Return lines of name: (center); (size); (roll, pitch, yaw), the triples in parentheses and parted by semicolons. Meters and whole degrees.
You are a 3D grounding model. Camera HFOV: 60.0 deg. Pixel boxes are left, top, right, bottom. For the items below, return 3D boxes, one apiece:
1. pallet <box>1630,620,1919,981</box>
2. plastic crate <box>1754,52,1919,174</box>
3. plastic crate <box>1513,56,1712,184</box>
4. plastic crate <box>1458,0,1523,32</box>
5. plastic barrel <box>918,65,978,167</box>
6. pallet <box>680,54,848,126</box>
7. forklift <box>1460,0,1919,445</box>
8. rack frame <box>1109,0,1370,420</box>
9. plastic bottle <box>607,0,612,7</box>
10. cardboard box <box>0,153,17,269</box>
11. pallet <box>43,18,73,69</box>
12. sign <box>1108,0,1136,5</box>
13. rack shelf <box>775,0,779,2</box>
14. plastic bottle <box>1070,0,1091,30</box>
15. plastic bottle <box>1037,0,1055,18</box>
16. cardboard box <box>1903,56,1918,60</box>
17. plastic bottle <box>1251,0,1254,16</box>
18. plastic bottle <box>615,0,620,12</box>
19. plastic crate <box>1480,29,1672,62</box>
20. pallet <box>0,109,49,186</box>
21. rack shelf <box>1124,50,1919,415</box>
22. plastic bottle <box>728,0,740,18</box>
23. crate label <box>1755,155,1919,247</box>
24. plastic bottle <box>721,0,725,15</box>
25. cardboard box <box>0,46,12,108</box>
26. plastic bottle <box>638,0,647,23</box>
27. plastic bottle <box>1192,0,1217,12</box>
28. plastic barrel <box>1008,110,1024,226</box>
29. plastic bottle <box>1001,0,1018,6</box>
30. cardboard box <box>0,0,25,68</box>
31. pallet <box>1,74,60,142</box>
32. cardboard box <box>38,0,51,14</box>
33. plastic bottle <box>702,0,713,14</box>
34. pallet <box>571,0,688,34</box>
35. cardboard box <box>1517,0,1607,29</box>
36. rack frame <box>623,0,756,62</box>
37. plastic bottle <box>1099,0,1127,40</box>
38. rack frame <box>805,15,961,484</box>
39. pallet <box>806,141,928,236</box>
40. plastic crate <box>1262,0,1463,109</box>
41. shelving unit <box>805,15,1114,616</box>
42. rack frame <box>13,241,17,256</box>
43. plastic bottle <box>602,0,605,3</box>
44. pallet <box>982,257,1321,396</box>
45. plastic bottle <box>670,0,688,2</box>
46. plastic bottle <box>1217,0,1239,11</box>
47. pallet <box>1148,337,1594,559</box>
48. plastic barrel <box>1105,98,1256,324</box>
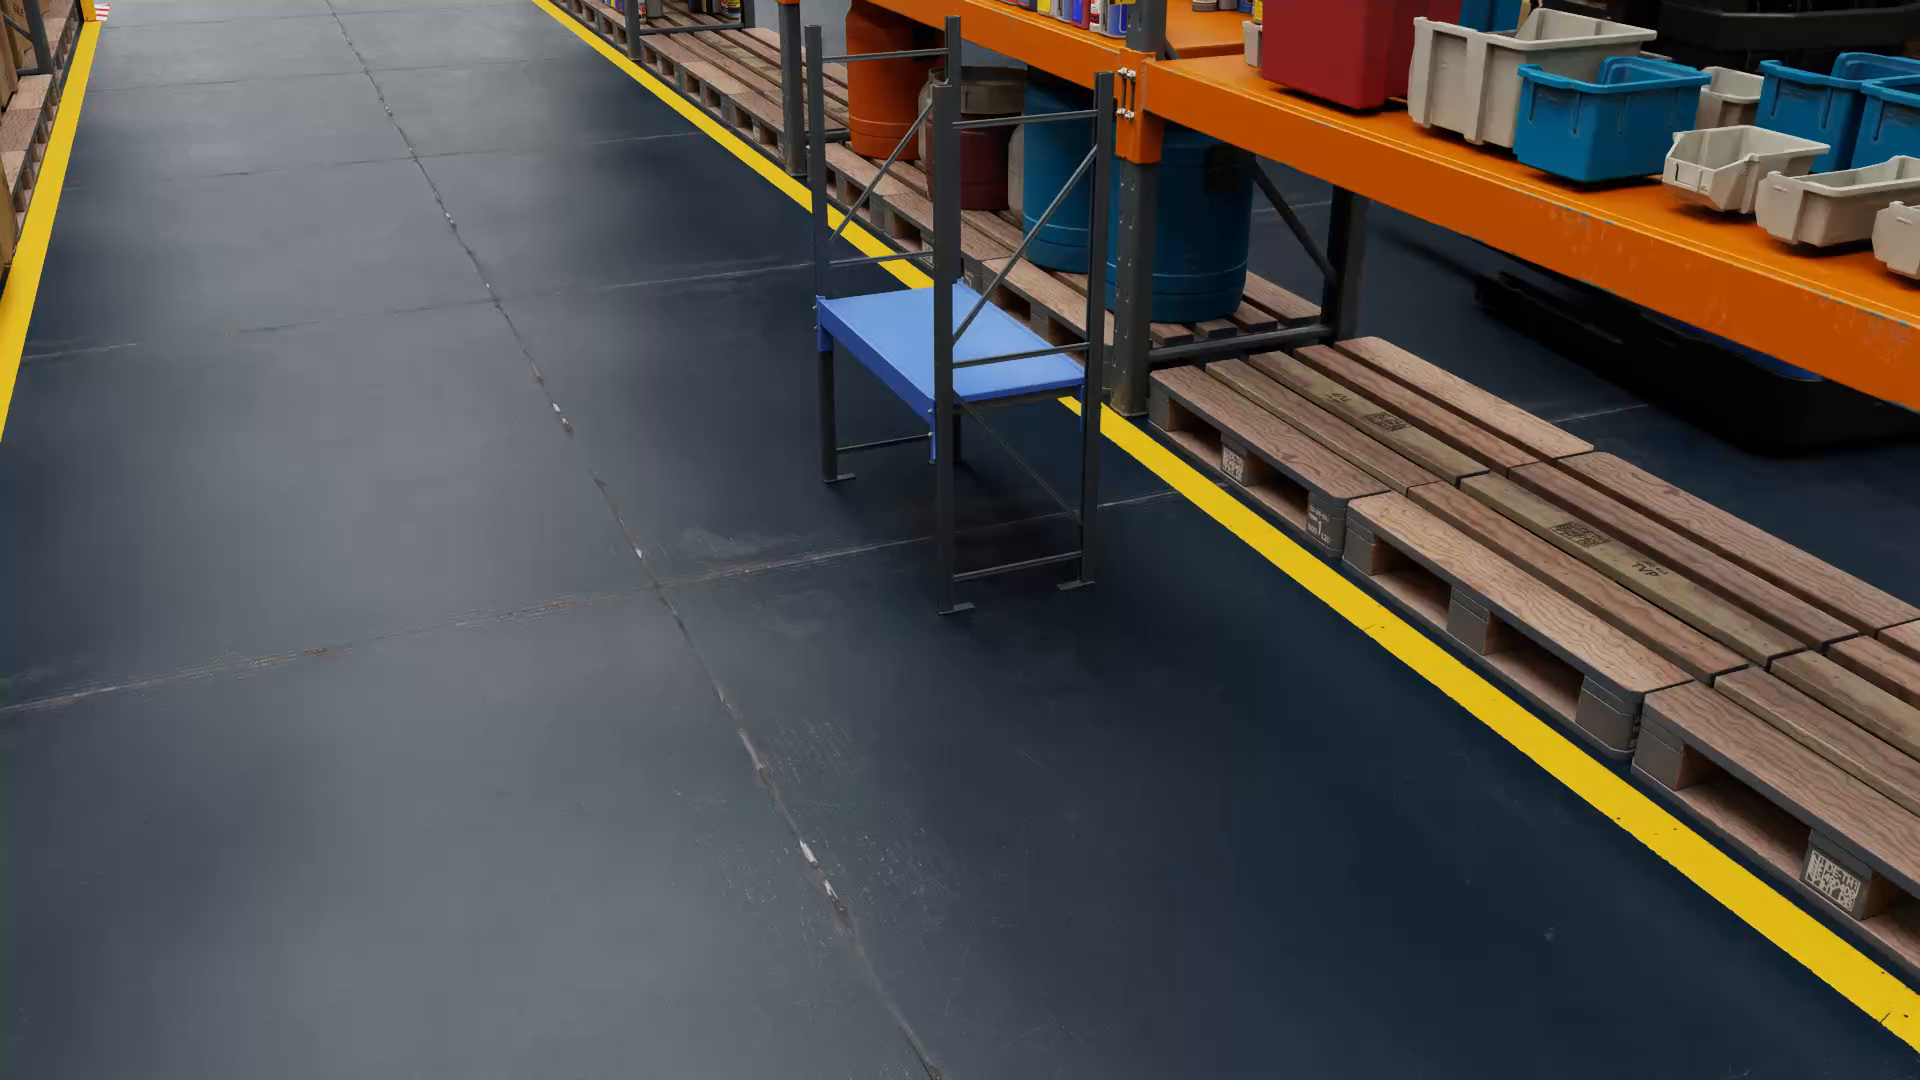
pallet: (2.327, 0.625, 3.730); (1.003, 0.211, 1.213); (-11, 28, -21)
plastic crate: (2.187, -1.049, 4.103); (0.416, 0.233, 0.300); (-11, 28, -21)
plastic crate: (1.574, -1.025, 4.054); (0.416, 0.233, 0.300); (-11, 28, -21)
plastic crate: (1.544, -1.793, 5.454); (0.392, 0.384, 0.575); (-11, 28, -21)
plastic barrel: (-0.008, -2.182, 8.657); (0.421, 0.512, 0.421); (0, 26, 0)
pallet: (-1.261, -3.076, 11.310); (1.003, 0.211, 1.213); (-11, 28, -21)
forklift: (2.909, -2.270, 6.558); (1.130, 2.935, 3.031); (-7, 27, -15)
rack frame: (1.047, -1.904, 5.730); (1.000, 3.000, 0.127); (-11, 28, -21)
plastic bottle: (-2.864, -4.592, 13.838); (0.152, 0.276, 0.135); (-10, 28, -20)
cardboard box: (-4.825, -1.619, 7.090); (1.225, 0.875, 0.875); (-12, 28, -23)
pallet: (-7.420, -3.787, 12.767); (1.003, 0.211, 1.213); (-11, 28, -21)
sign: (0.541, -1.934, 5.477); (0.100, 0.325, 0.005); (-11, 28, -21)
rack shelf: (-1.302, -4.002, 10.849); (1.077, 0.370, 4.000); (-11, 28, -21)
plastic bottle: (0.463, -2.040, 6.143); (0.061, 0.283, 0.133); (-11, 28, -21)
plastic bottle: (0.386, -2.196, 6.386); (0.144, 0.351, 0.185); (-11, 28, -21)
cardboard box: (5.234, -2.481, 9.261); (0.500, 0.500, 0.500); (-10, 28, -20)
plastic bottle: (1.182, -2.133, 6.426); (0.097, 0.201, 0.097); (0, 26, 0)
plastic bottle: (-2.780, -4.457, 13.554); (0.061, 0.283, 0.133); (-9, 27, -17)
plastic crate: (1.733, -1.401, 4.946); (0.437, 0.125, 0.590); (-11, 28, -21)
pallet: (-5.855, -2.222, 9.560); (1.003, 0.211, 1.213); (-11, 28, -21)
rack shelf: (1.831, -0.773, 4.234); (1.077, 0.370, 4.000); (-11, 28, -21)
plastic bottle: (-1.807, -4.309, 13.264); (0.097, 0.271, 0.097); (0, 26, 0)
crate label: (1.896, -0.723, 3.544); (0.396, 0.136, 0.243); (-11, 28, -21)
plastic bottle: (-1.887, -4.359, 13.448); (0.097, 0.201, 0.097); (0, 26, 0)
cardboard box: (-6.253, -2.909, 10.137); (0.700, 0.500, 0.500); (-11, 28, -21)
plastic bottle: (-2.514, -4.166, 13.052); (0.097, 0.201, 0.097); (0, 26, 0)
plastic bottle: (0.966, -2.185, 6.533); (0.097, 0.201, 0.097); (0, 26, 0)
plastic barrel: (0.434, -1.726, 7.723); (0.421, 0.512, 0.421); (0, 26, 0)
plastic bottle: (0.255, -2.302, 6.688); (0.152, 0.276, 0.135); (-11, 28, -21)
cardboard box: (-6.763, -3.516, 11.403); (0.500, 0.500, 0.500); (-11, 28, -22)
pallet: (-6.337, -2.715, 10.570); (1.003, 0.211, 1.213); (-11, 28, -21)
cardboard box: (-7.715, -4.472, 13.361); (0.500, 0.500, 0.500); (-3, 26, -7)
plastic bottle: (-2.056, -4.421, 13.481); (0.061, 0.283, 0.133); (-11, 28, -21)
pallet: (-2.792, -4.652, 14.537); (1.003, 0.211, 1.213); (-11, 28, -21)
cardboard box: (3.956, -3.209, 10.752); (0.500, 0.500, 0.500); (-9, 28, -18)
rack frame: (-2.085, -5.133, 12.345); (1.000, 3.000, 0.127); (-11, 28, -21)
plastic bottle: (0.596, -1.951, 5.969); (0.152, 0.276, 0.135); (-11, 28, -21)
rack frame: (-0.232, -0.914, 5.412); (0.500, 1.500, 0.032); (-11, 28, -21)
pallet: (-0.172, -1.954, 9.012); (1.003, 0.211, 1.213); (-11, 28, -21)
plastic crate: (1.166, -1.556, 4.876); (0.402, 0.464, 0.583); (-11, 28, -21)
shelving unit: (-0.033, -0.708, 4.991); (0.538, 1.500, 1.048); (-11, 28, -21)
rack frame: (-5.076, -2.667, 7.294); (1.000, 3.000, 0.127); (-11, 28, -21)
plastic bottle: (-2.976, -4.674, 14.012); (0.097, 0.271, 0.097); (0, 26, 0)
pallet: (0.784, -0.969, 6.994); (1.003, 0.211, 1.213); (-11, 28, -21)
plastic bottle: (-2.387, -4.716, 14.094); (0.152, 0.276, 0.135); (-11, 28, -21)
plastic bottle: (1.073, -2.248, 6.576); (0.152, 0.276, 0.135); (-11, 28, -21)
pallet: (1.371, -0.360, 5.747); (1.003, 0.211, 1.213); (-11, 28, -21)
plastic barrel: (0.850, -1.372, 6.554); (0.600, 0.901, 0.708); (-11, 28, -21)
